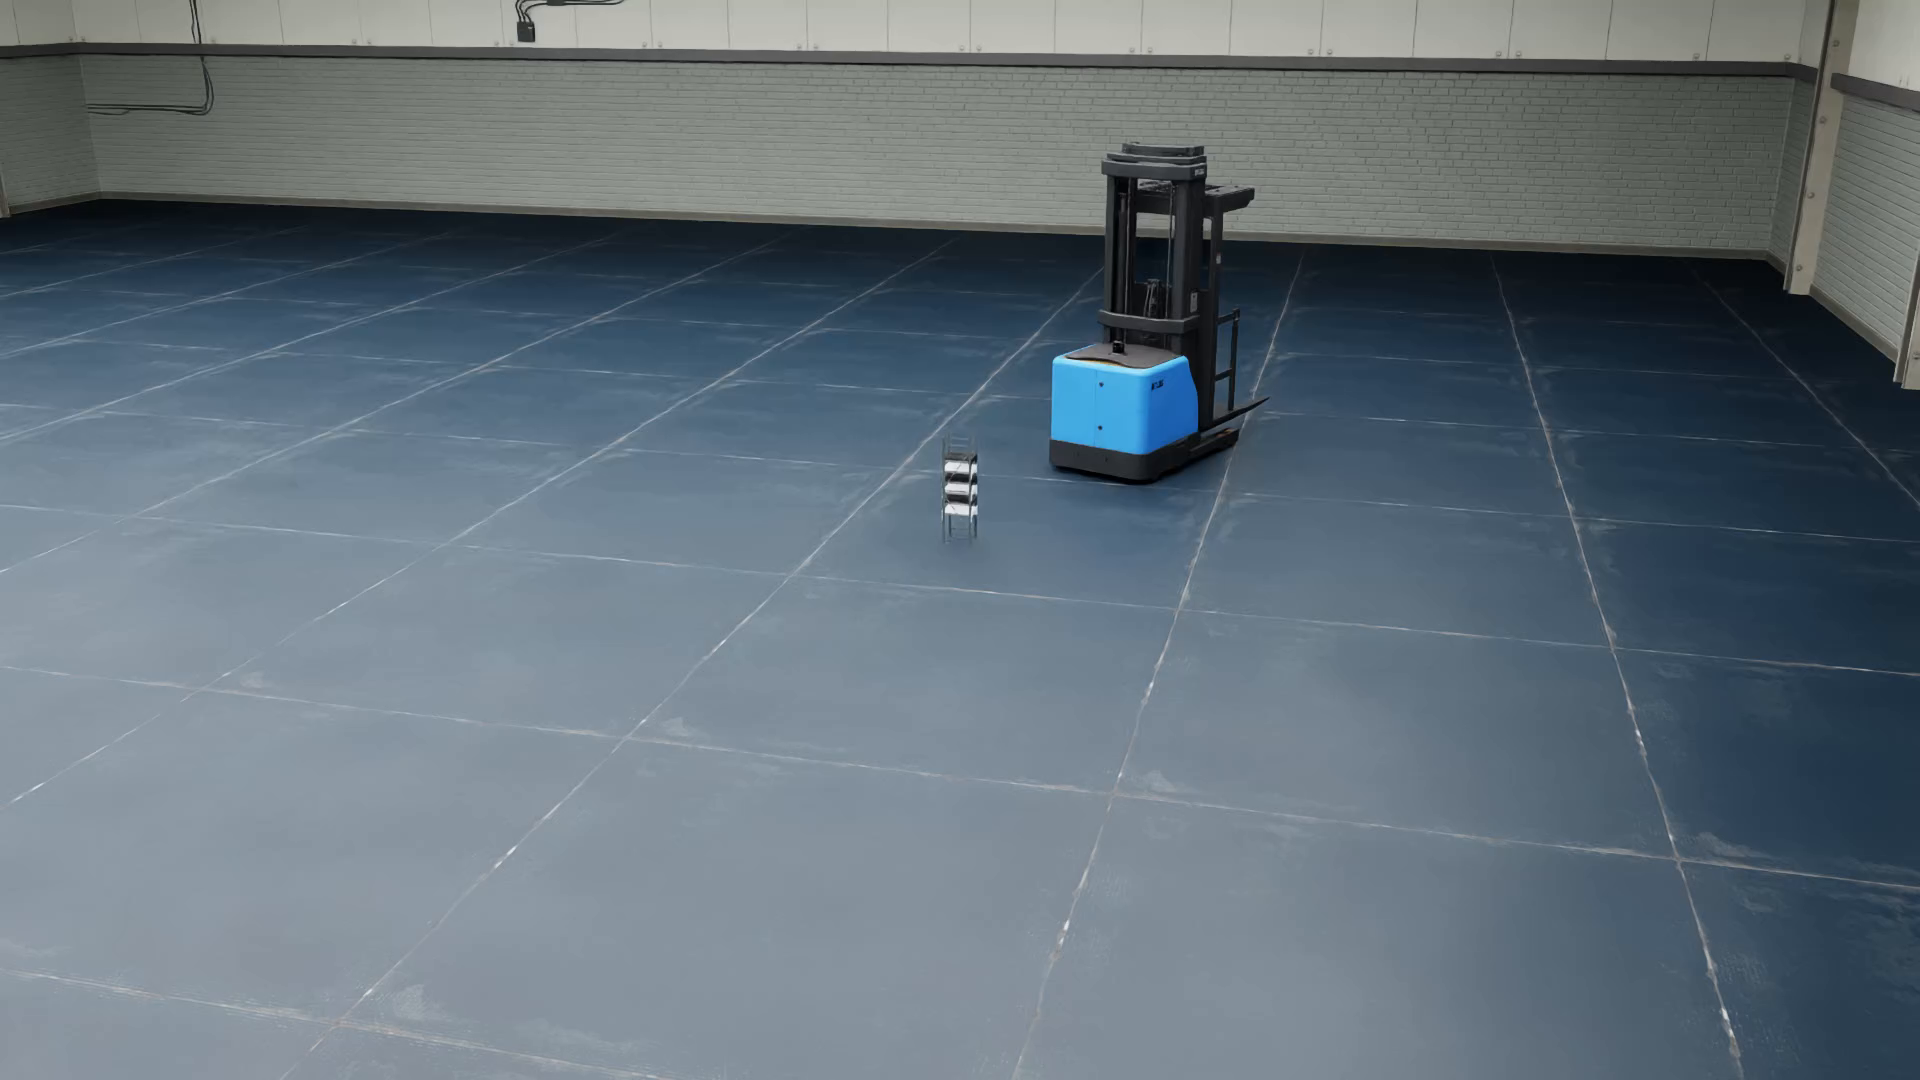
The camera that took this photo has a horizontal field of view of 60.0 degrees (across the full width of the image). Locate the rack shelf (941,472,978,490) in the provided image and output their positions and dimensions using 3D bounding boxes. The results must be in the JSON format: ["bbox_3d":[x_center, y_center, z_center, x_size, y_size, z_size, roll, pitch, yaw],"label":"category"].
[{"bbox_3d":[-0.002,-0.477,13.516,0.258,0.077,0.200,5,19,13],"label":"rack shelf"}]

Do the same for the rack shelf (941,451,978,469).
[{"bbox_3d":[-0.002,-0.647,13.458,0.258,0.077,0.200,5,19,13],"label":"rack shelf"}]

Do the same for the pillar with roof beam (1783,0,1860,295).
[{"bbox_3d":[8.060,-8.225,23.845,9.100,9.000,0.400,5,19,13],"label":"pillar with roof beam"}]

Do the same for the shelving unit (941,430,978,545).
[{"bbox_3d":[-0.002,-0.423,13.535,0.258,0.900,0.210,5,19,13],"label":"shelving unit"}]

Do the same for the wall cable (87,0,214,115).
[{"bbox_3d":[-16.308,-9.722,33.032,3.097,2.526,0.112,5,19,13],"label":"wall cable"}]

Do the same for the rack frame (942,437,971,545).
[{"bbox_3d":[-0.027,-0.391,13.441,0.240,0.900,0.006,5,19,13],"label":"rack frame"}]

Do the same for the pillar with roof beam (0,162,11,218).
[{"bbox_3d":[-14.136,-10.032,29.137,9.100,9.000,0.400,5,19,13],"label":"pillar with roof beam"}]

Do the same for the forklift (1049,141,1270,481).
[{"bbox_3d":[2.098,-2.345,16.017,1.130,2.935,3.031,13,23,33],"label":"forklift"}]

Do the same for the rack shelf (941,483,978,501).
[{"bbox_3d":[-0.002,-0.392,13.545,0.258,0.077,0.200,5,19,13],"label":"rack shelf"}]

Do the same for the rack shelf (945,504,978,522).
[{"bbox_3d":[-0.002,-0.221,13.604,0.258,0.077,0.200,5,19,13],"label":"rack shelf"}]

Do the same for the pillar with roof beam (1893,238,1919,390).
[{"bbox_3d":[6.594,-6.344,18.339,9.100,9.000,0.400,5,19,13],"label":"pillar with roof beam"}]

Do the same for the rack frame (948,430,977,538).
[{"bbox_3d":[0.023,-0.455,13.628,0.240,0.900,0.006,5,19,13],"label":"rack frame"}]

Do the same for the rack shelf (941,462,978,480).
[{"bbox_3d":[-0.002,-0.562,13.487,0.258,0.077,0.200,5,19,13],"label":"rack shelf"}]

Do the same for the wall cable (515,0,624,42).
[{"bbox_3d":[-7.107,-12.046,29.771,2.305,6.003,0.169,5,19,13],"label":"wall cable"}]

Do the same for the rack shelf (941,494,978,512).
[{"bbox_3d":[-0.002,-0.307,13.575,0.258,0.077,0.200,5,19,13],"label":"rack shelf"}]
